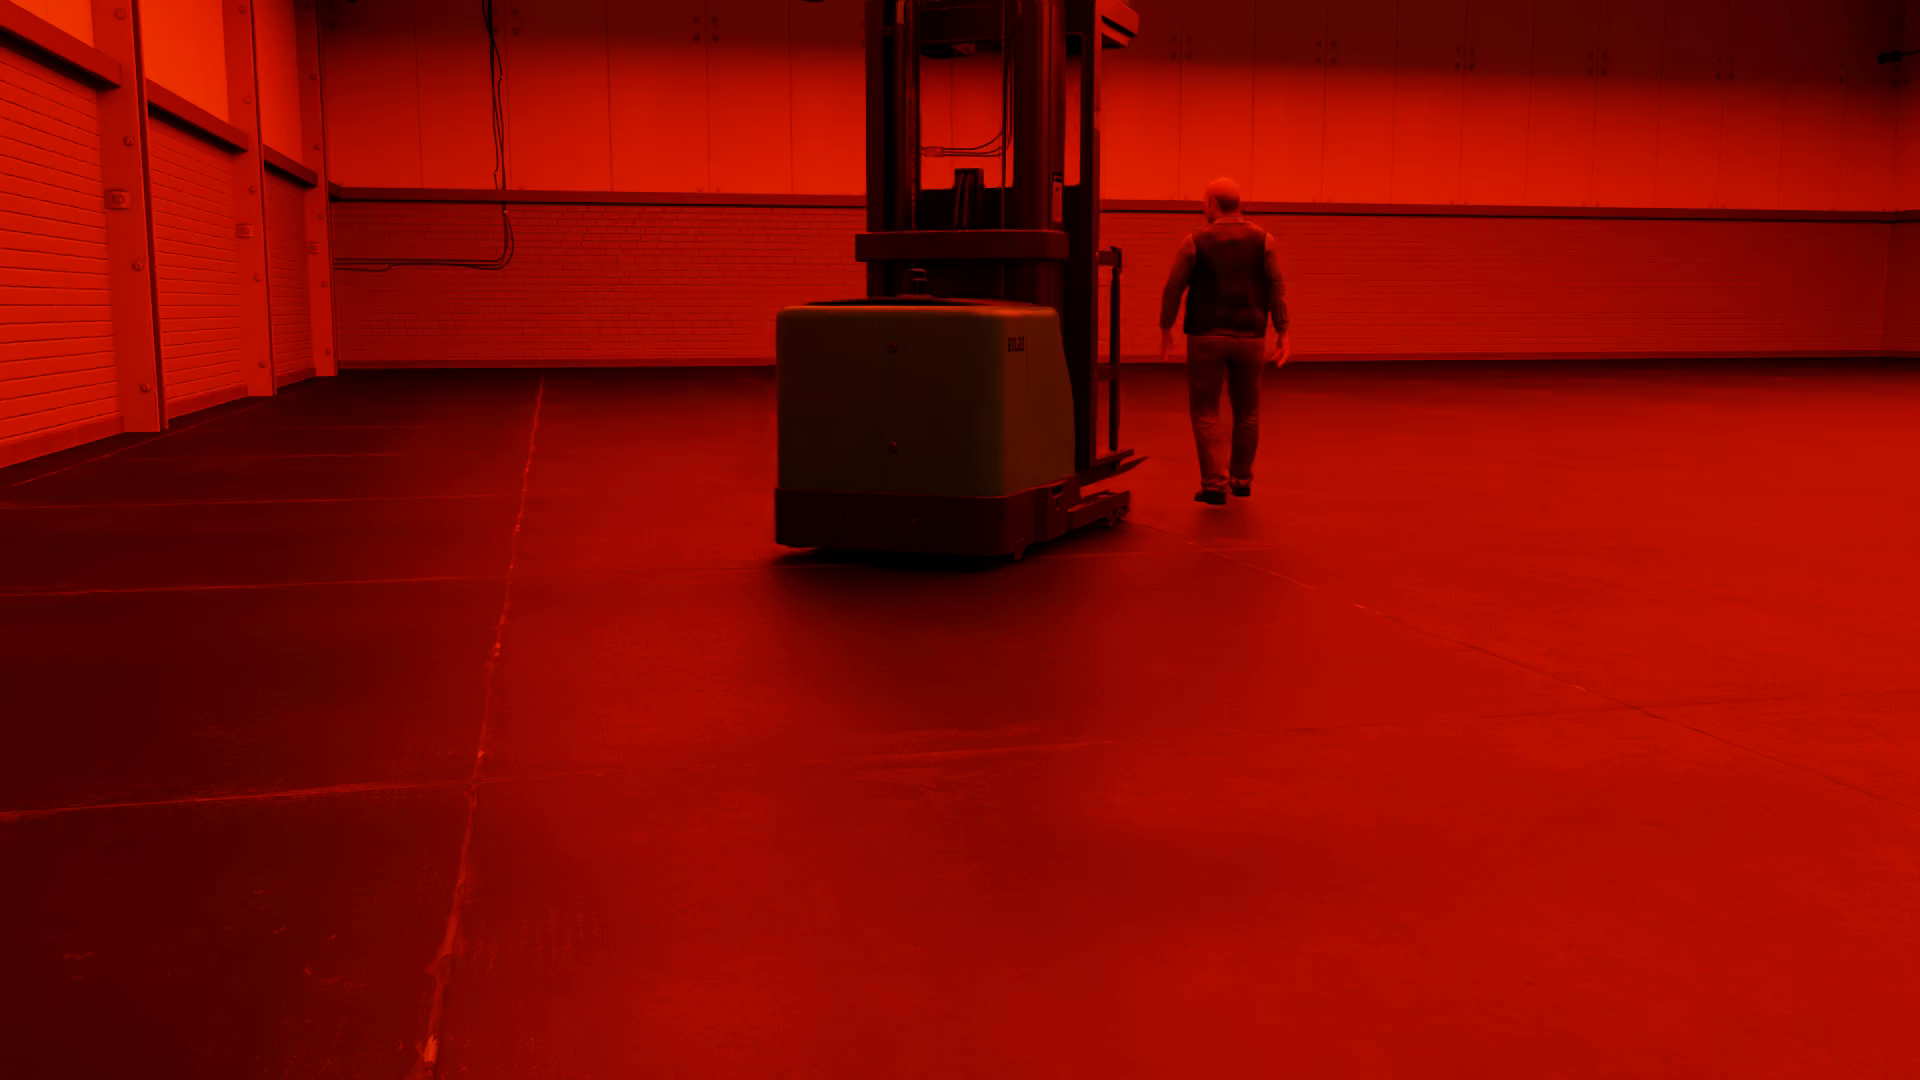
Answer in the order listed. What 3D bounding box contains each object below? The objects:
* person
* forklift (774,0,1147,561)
[{"bbox_3d":[1.402,-1.067,8.934,0.671,1.702,0.725,-1,8,-5],"label":"person"},{"bbox_3d":[0.211,-1.531,8.074,1.130,2.935,3.031,3,9,21],"label":"forklift"}]
